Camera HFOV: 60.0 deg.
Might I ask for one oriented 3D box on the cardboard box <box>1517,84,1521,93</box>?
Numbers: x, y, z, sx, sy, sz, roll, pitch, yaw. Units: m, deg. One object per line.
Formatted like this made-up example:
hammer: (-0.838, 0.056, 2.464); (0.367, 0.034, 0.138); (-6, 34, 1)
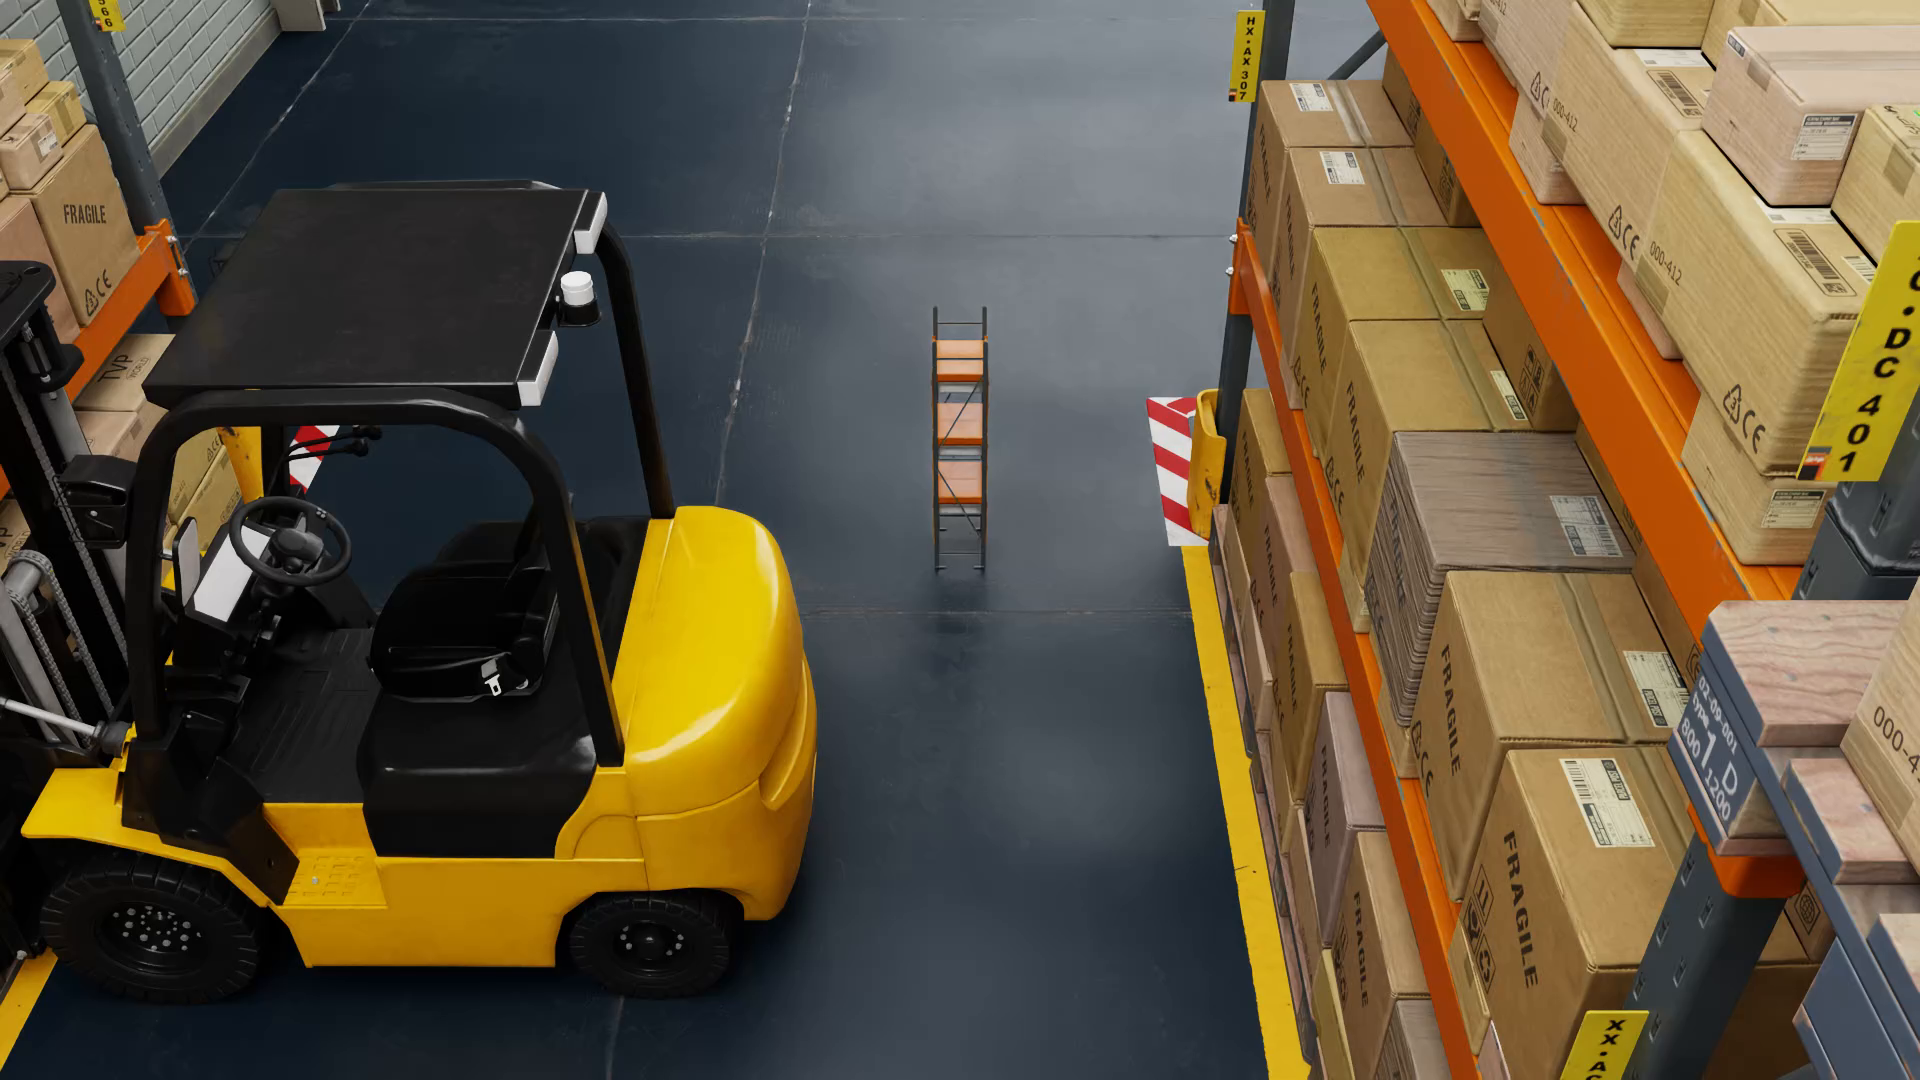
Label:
cardboard box: (1.331, -0.903, 3.281); (0.380, 0.149, 0.250); (1, 39, 1)

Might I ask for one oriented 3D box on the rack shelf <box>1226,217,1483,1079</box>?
rack shelf: (1.537, 0.202, 4.675); (1.077, 0.370, 4.000); (0, 39, 0)

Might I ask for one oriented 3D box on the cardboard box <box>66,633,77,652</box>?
cardboard box: (-3.104, 0.331, 5.401); (0.500, 0.250, 0.500); (-1, 39, -1)

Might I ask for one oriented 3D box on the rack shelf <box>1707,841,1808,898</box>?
rack shelf: (1.542, 1.533, 0.615); (1.077, 0.370, 4.000); (0, 39, 0)

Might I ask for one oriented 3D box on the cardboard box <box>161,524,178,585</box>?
cardboard box: (-3.121, 0.190, 5.977); (0.500, 0.250, 0.500); (0, 39, 0)

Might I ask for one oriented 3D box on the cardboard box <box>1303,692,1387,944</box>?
cardboard box: (1.266, 0.782, 4.639); (0.500, 0.500, 0.500); (2, 39, 2)

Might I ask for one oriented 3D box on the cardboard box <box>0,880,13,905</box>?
cardboard box: (-3.126, 1.145, 4.785); (0.500, 0.250, 0.500); (1, 39, 1)

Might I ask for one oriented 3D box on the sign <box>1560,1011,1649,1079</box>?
sign: (0.997, 0.839, 2.612); (0.100, 0.325, 0.005); (0, 39, 0)

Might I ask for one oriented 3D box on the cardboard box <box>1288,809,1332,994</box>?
cardboard box: (1.263, 1.061, 4.891); (0.500, 0.250, 0.500); (1, 39, 1)

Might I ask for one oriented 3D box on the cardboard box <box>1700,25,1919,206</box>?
cardboard box: (1.244, -0.572, 2.230); (0.380, 0.149, 0.250); (-1, 39, -1)

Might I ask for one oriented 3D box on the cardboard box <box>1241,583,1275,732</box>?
cardboard box: (1.252, 0.404, 5.711); (0.500, 0.250, 0.500); (1, 39, 2)

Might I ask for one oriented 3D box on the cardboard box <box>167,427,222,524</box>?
cardboard box: (-3.116, -0.305, 6.196); (0.500, 0.250, 0.500); (0, 39, -1)

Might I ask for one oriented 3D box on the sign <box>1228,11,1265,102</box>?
sign: (0.992, -1.667, 5.739); (0.100, 0.325, 0.005); (0, 39, 0)

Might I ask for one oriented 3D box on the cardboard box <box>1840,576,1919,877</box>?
cardboard box: (1.139, 0.262, 1.410); (0.500, 0.250, 0.500); (-1, 39, -1)

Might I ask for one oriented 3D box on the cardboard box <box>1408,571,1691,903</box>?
cardboard box: (1.283, 0.417, 3.513); (0.500, 0.500, 0.500); (1, 39, 1)

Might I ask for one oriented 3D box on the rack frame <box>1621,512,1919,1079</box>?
rack frame: (1.539, 1.172, 2.889); (1.000, 3.000, 0.127); (0, 39, 0)

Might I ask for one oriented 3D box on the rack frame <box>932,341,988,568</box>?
rack frame: (0.000, -0.300, 6.285); (0.200, 1.050, 0.008); (0, 39, 0)

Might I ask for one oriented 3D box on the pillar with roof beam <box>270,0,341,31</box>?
pillar with roof beam: (-0.031, -6.984, 8.269); (9.100, 9.000, 0.400); (0, 39, 0)

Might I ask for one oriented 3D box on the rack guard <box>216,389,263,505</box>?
rack guard: (-3.429, -0.363, 6.803); (1.175, 0.500, 0.348); (0, 39, 0)

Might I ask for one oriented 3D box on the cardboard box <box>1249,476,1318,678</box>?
cardboard box: (1.265, 0.134, 5.448); (0.500, 0.500, 0.500); (-1, 39, -2)

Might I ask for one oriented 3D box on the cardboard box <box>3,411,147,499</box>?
cardboard box: (-3.110, -0.198, 5.661); (0.500, 0.250, 0.500); (1, 39, 1)

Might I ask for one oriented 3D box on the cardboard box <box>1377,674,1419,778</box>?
cardboard box: (1.230, 0.434, 4.011); (0.380, 0.149, 0.250); (-1, 39, -1)

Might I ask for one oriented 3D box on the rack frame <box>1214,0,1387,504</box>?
rack frame: (1.535, -1.329, 6.010); (1.000, 3.000, 0.127); (0, 39, 0)

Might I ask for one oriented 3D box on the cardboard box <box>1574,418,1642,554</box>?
cardboard box: (1.803, -0.282, 3.586); (0.700, 0.500, 0.500); (-1, 39, -1)

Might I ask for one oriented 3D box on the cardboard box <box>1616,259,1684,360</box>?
cardboard box: (1.297, -0.416, 2.672); (0.380, 0.149, 0.250); (0, 39, 0)

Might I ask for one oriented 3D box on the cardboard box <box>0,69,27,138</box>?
cardboard box: (-3.186, -1.354, 5.204); (0.380, 0.149, 0.250); (0, 39, 0)

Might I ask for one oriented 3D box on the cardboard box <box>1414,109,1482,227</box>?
cardboard box: (1.747, -1.239, 4.780); (0.700, 0.500, 0.500); (0, 39, 0)

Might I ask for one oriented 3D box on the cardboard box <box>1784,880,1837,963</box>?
cardboard box: (1.756, 0.351, 2.795); (0.700, 0.500, 0.500); (0, 39, -1)

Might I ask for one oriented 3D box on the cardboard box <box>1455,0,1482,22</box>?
cardboard box: (1.266, -1.284, 3.438); (0.500, 0.250, 0.500); (1, 39, 1)

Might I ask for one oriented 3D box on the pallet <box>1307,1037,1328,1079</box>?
pallet: (1.503, 1.840, 4.285); (1.003, 0.211, 1.213); (0, 39, 0)

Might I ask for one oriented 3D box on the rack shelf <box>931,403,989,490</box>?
rack shelf: (0.000, -0.368, 6.387); (0.215, 0.259, 0.240); (0, 39, 0)

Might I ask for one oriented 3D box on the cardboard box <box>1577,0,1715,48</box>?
cardboard box: (1.201, -0.897, 2.635); (0.380, 0.149, 0.250); (1, 39, 1)

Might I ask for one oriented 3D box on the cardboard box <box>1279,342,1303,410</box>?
cardboard box: (1.216, -0.536, 5.221); (0.380, 0.149, 0.250); (1, 39, 1)

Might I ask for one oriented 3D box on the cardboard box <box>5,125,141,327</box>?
cardboard box: (-3.166, -1.055, 5.588); (0.500, 0.500, 0.500); (-1, 39, -1)

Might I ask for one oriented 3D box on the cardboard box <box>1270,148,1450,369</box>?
cardboard box: (1.262, -0.864, 5.112); (0.500, 0.500, 0.500); (1, 39, 1)

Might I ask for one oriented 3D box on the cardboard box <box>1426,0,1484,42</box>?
cardboard box: (1.257, -1.221, 3.678); (0.380, 0.149, 0.250); (-1, 39, -1)

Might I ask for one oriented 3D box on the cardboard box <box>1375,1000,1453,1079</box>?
cardboard box: (1.270, 1.419, 3.844); (0.500, 0.500, 0.500); (-1, 39, -1)

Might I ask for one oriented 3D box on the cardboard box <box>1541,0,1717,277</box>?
cardboard box: (1.268, -0.648, 2.643); (0.500, 0.250, 0.500); (-1, 39, -1)

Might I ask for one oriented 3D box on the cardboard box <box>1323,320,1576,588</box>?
cardboard box: (1.272, -0.228, 4.317); (0.500, 0.500, 0.500); (-1, 39, -1)

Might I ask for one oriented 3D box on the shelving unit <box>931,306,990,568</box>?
shelving unit: (0.000, -0.376, 6.380); (0.215, 1.050, 0.252); (0, 39, 0)

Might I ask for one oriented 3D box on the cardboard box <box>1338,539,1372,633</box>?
cardboard box: (1.223, 0.113, 4.411); (0.380, 0.149, 0.250); (0, 39, 0)

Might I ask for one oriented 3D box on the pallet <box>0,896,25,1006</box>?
pallet: (-3.388, 1.004, 5.328); (1.003, 0.211, 1.213); (0, 39, 0)

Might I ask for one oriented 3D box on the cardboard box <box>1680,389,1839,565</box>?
cardboard box: (1.233, -0.098, 2.276); (0.380, 0.149, 0.250); (0, 39, 0)

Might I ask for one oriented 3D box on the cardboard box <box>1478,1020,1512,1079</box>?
cardboard box: (1.234, 1.069, 3.218); (0.380, 0.149, 0.250); (0, 39, -1)

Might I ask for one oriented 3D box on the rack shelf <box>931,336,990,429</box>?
rack shelf: (0.000, -0.589, 6.209); (0.215, 0.259, 0.240); (0, 39, 0)

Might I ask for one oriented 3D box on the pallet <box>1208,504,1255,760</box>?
pallet: (1.500, 0.314, 6.189); (1.003, 0.211, 1.213); (0, 39, 0)

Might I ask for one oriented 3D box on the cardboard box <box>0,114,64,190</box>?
cardboard box: (-3.118, -1.239, 5.299); (0.380, 0.149, 0.250); (1, 39, 1)
